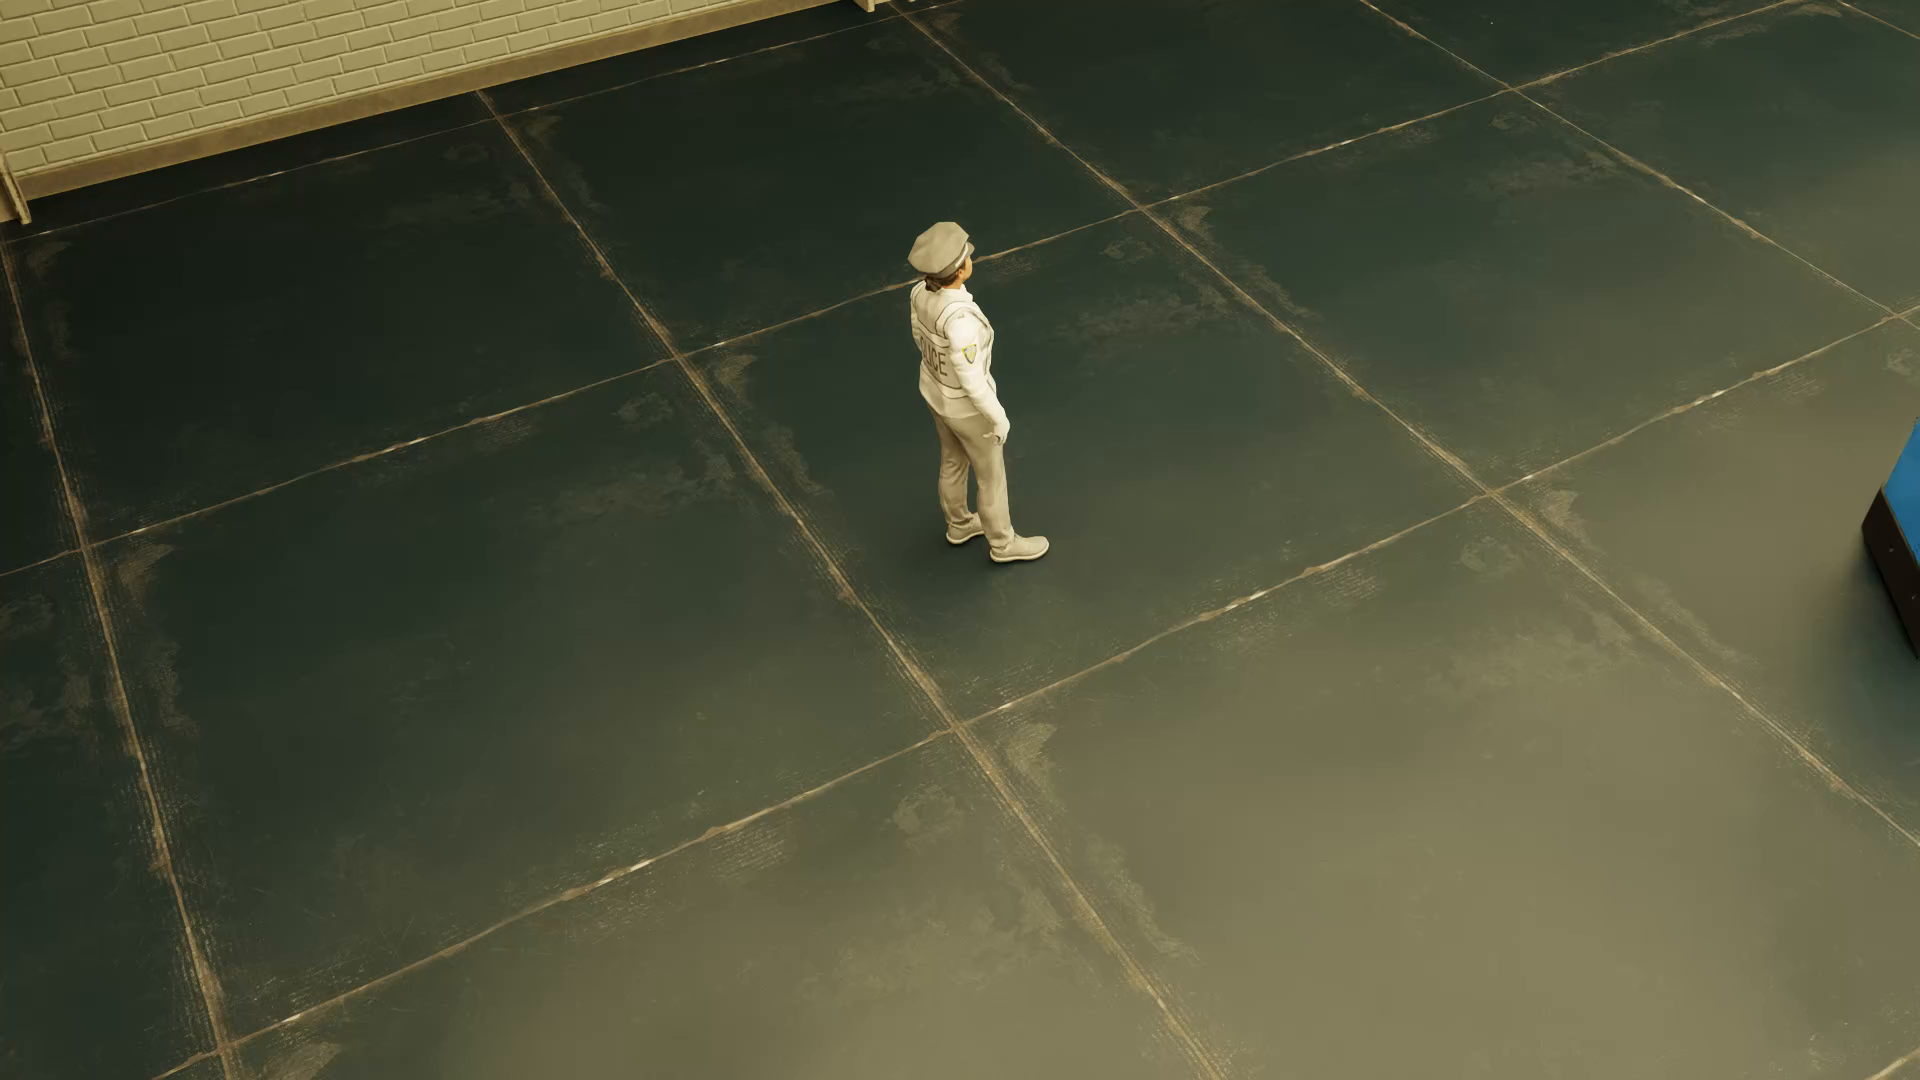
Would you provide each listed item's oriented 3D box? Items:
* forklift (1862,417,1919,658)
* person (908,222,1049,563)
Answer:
[{"bbox_3d":[5.697,-0.683,6.434,3.031,2.935,1.130,4,43,4],"label":"forklift"},{"bbox_3d":[0.063,-0.646,7.293,0.530,1.694,0.586,-21,47,-21],"label":"person"}]
